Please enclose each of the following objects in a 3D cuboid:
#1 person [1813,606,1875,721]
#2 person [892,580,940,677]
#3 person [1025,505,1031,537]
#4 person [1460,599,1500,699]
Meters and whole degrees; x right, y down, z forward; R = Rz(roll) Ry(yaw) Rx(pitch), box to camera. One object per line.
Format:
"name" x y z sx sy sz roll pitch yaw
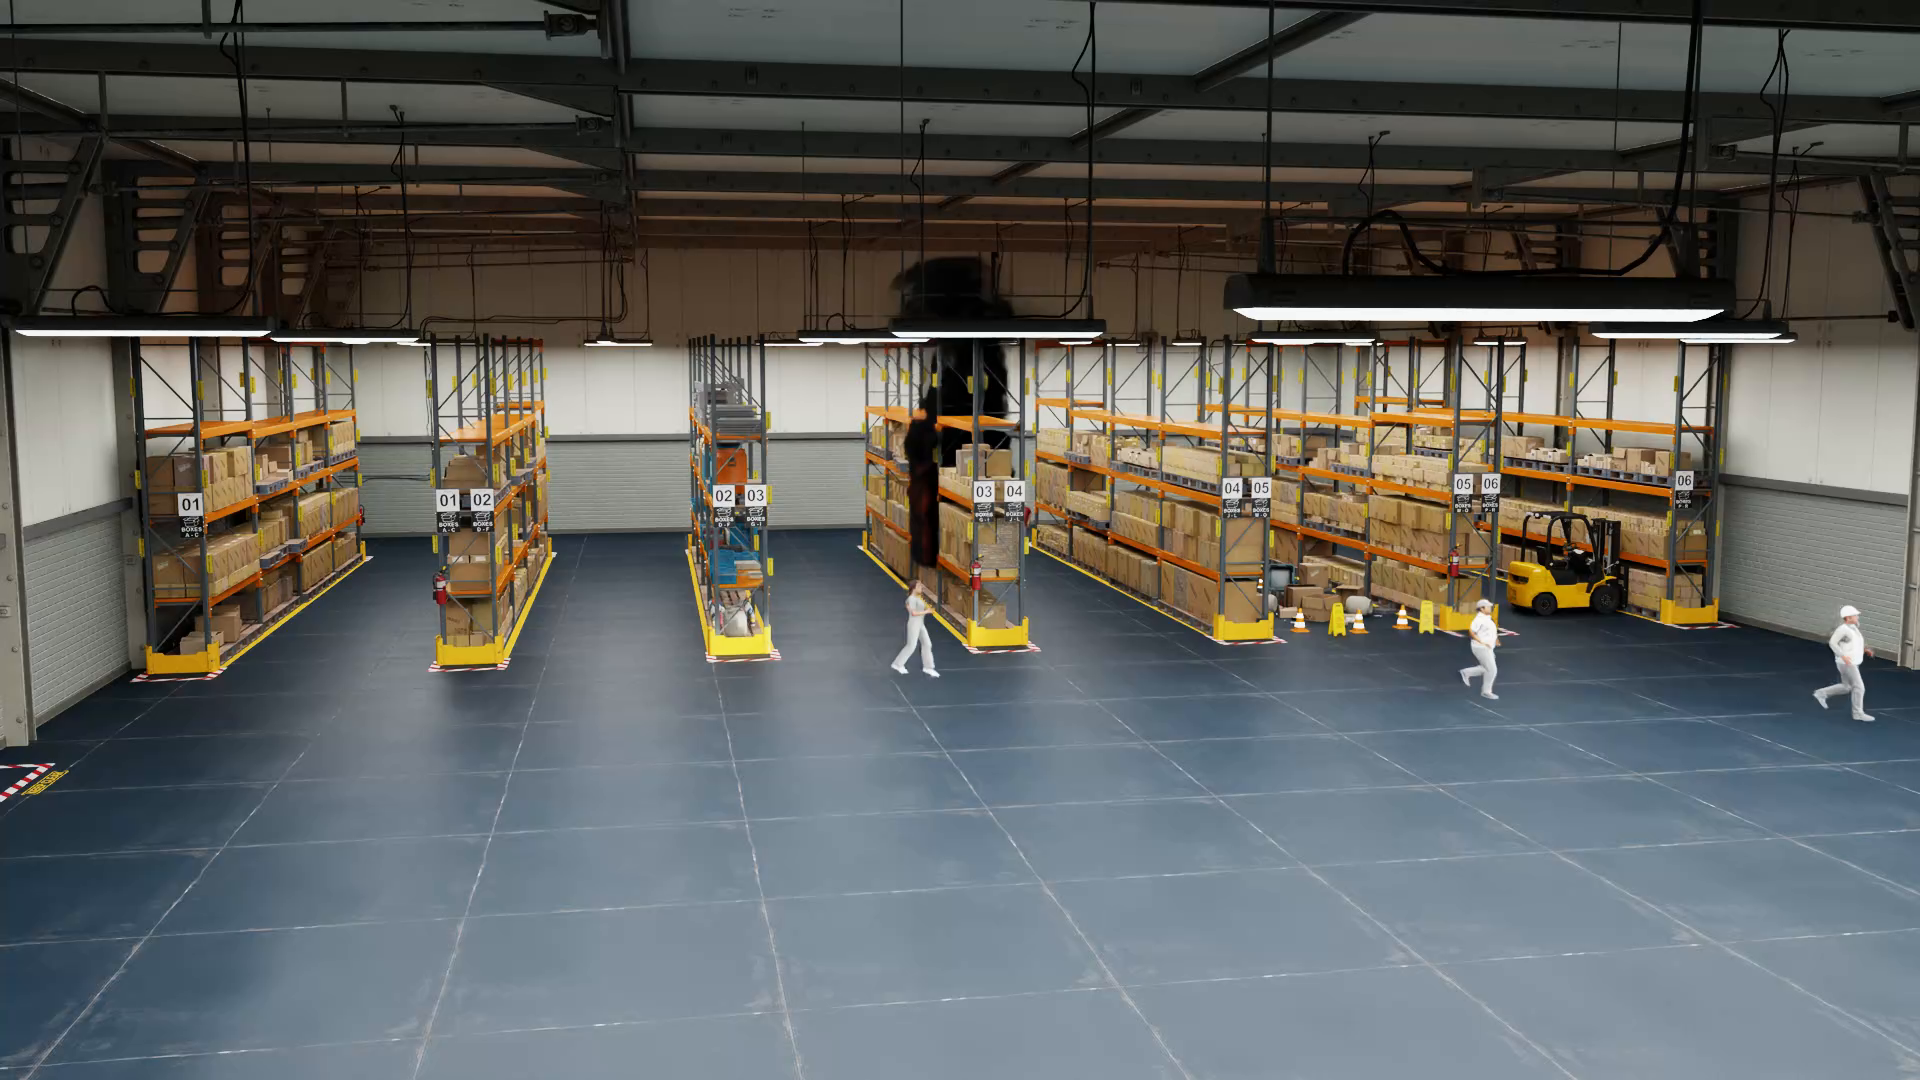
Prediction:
"person" 13.744 1.893 25.791 0.908 1.750 0.684 6 9 41
"person" -0.787 1.549 29.087 0.841 1.706 0.555 2 7 14
"person" 1.584 -0.269 45.379 0.682 1.691 0.973 -2 7 -20
"person" 8.594 1.788 27.471 0.661 1.641 0.608 4 8 30
